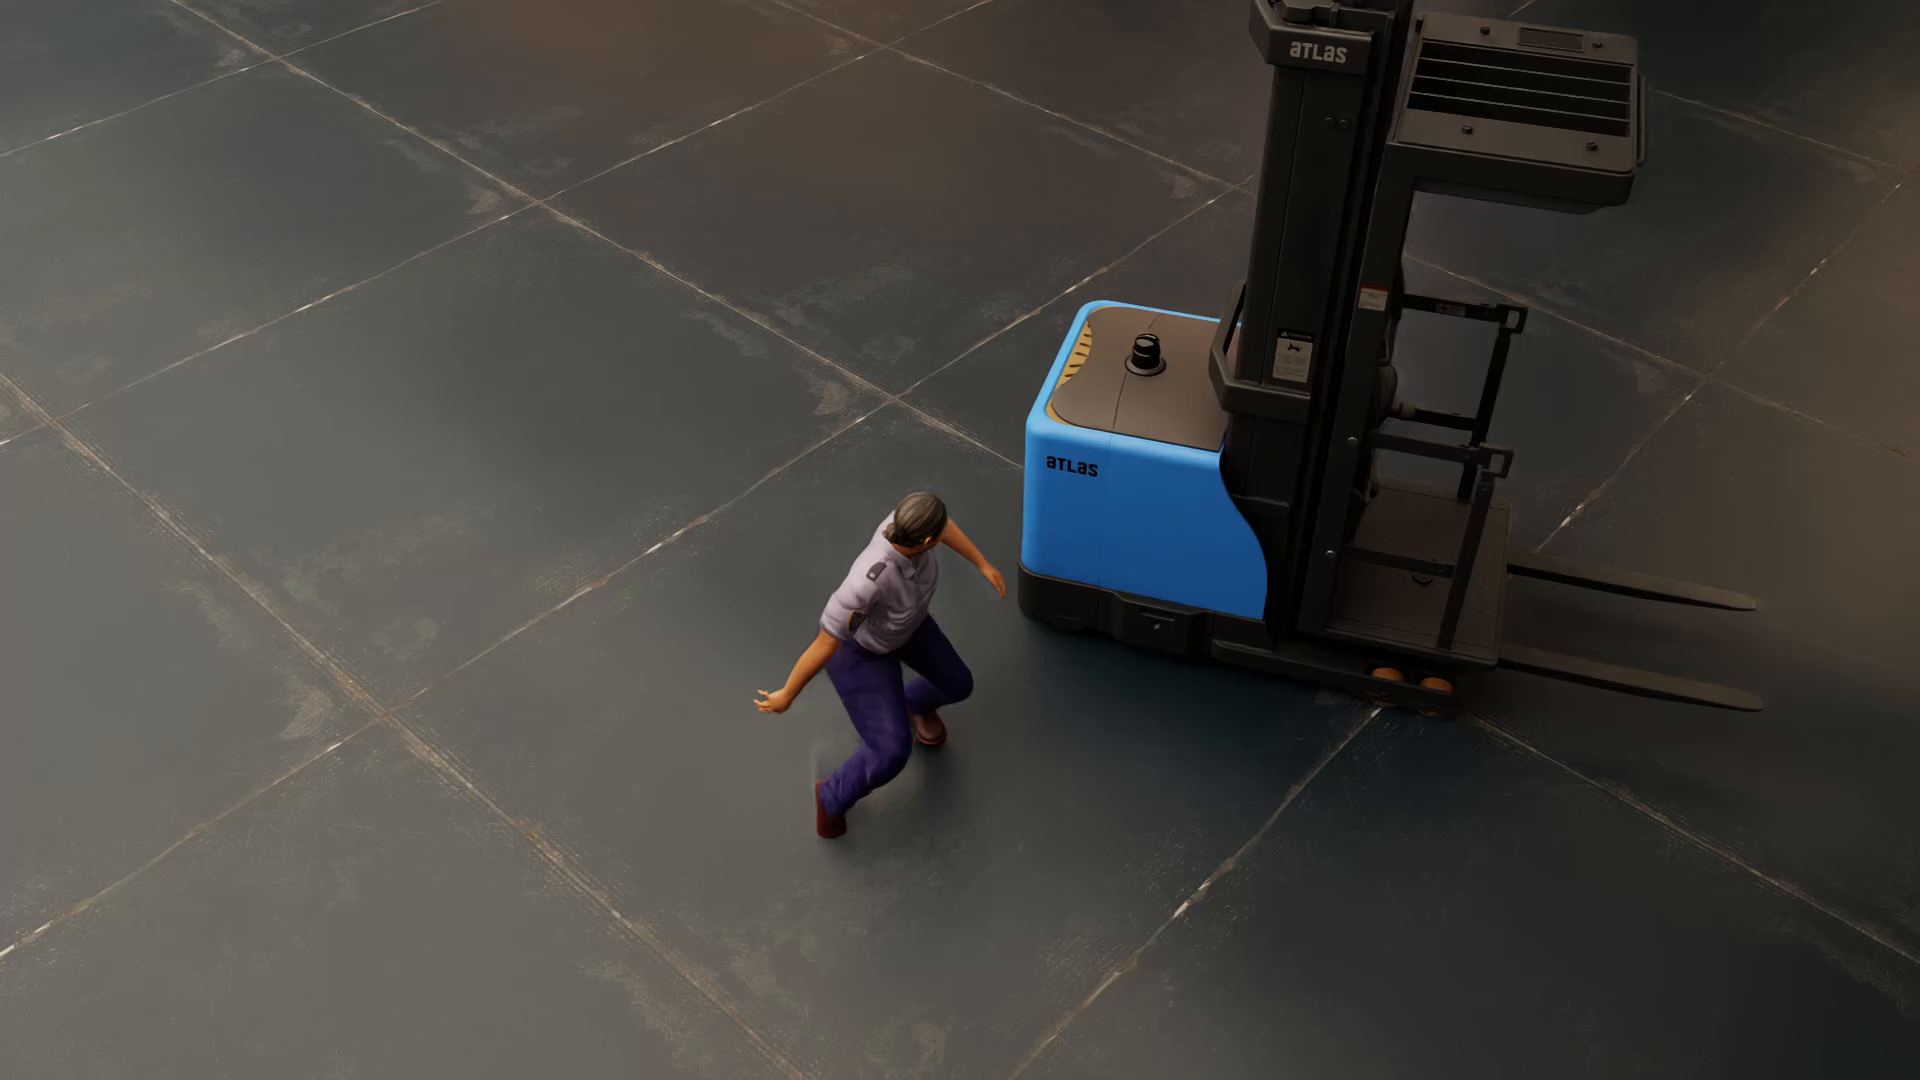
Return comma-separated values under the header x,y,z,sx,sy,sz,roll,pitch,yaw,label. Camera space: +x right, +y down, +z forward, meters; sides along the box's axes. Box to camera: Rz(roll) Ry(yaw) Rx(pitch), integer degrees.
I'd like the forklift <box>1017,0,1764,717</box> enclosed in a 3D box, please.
x,y,z,sx,sy,sz,roll,pitch,yaw,label
1.825,-0.775,6.332,3.031,2.935,1.130,12,42,13,forklift

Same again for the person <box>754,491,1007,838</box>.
x,y,z,sx,sy,sz,roll,pitch,yaw,label
-0.275,0.440,6.101,0.510,1.565,0.946,24,46,25,person
